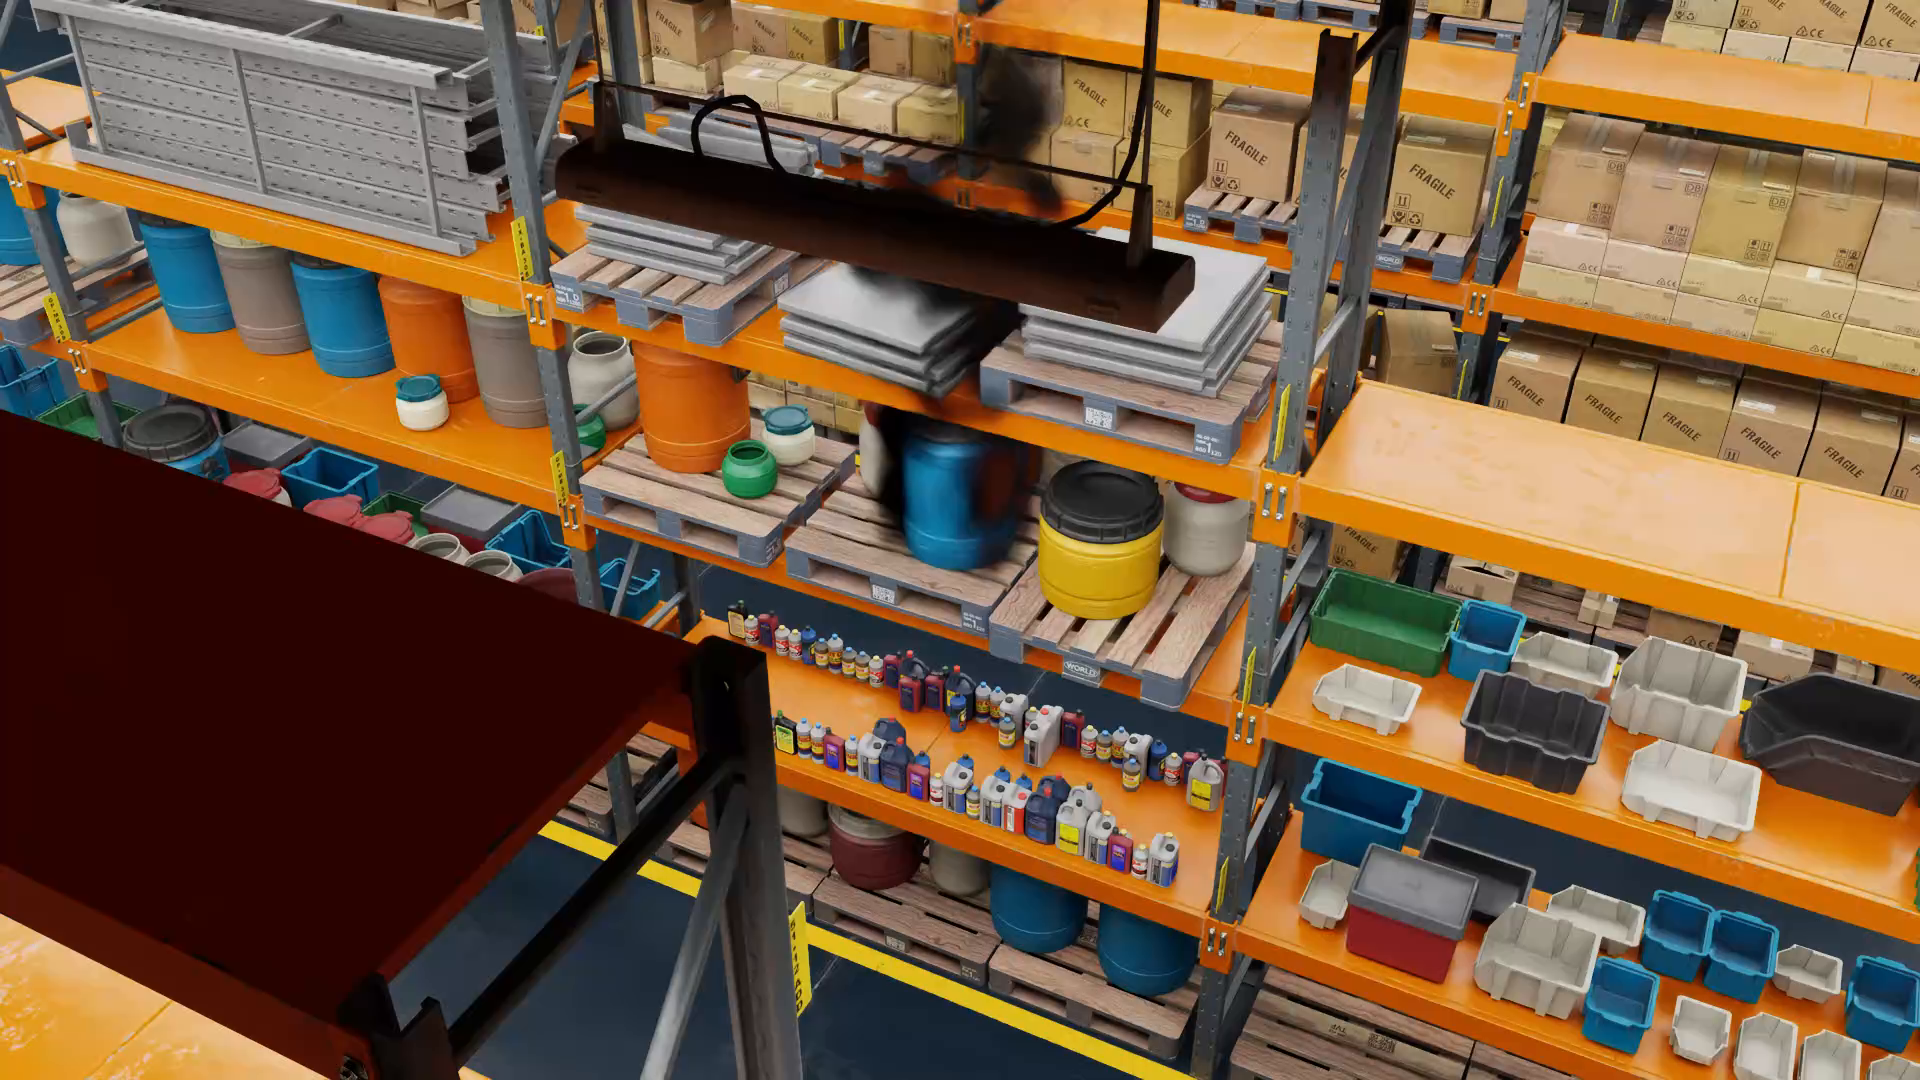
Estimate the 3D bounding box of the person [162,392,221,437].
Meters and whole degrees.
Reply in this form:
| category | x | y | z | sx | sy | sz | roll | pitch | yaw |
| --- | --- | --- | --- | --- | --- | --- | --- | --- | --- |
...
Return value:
| category | x | y | z | sx | sy | sz | roll | pitch | yaw |
| --- | --- | --- | --- | --- | --- | --- | --- | --- | --- |
| person | -6.736 | -1.349 | 14.539 | 0.532 | 1.329 | 0.545 | 23 | 41 | 29 |
